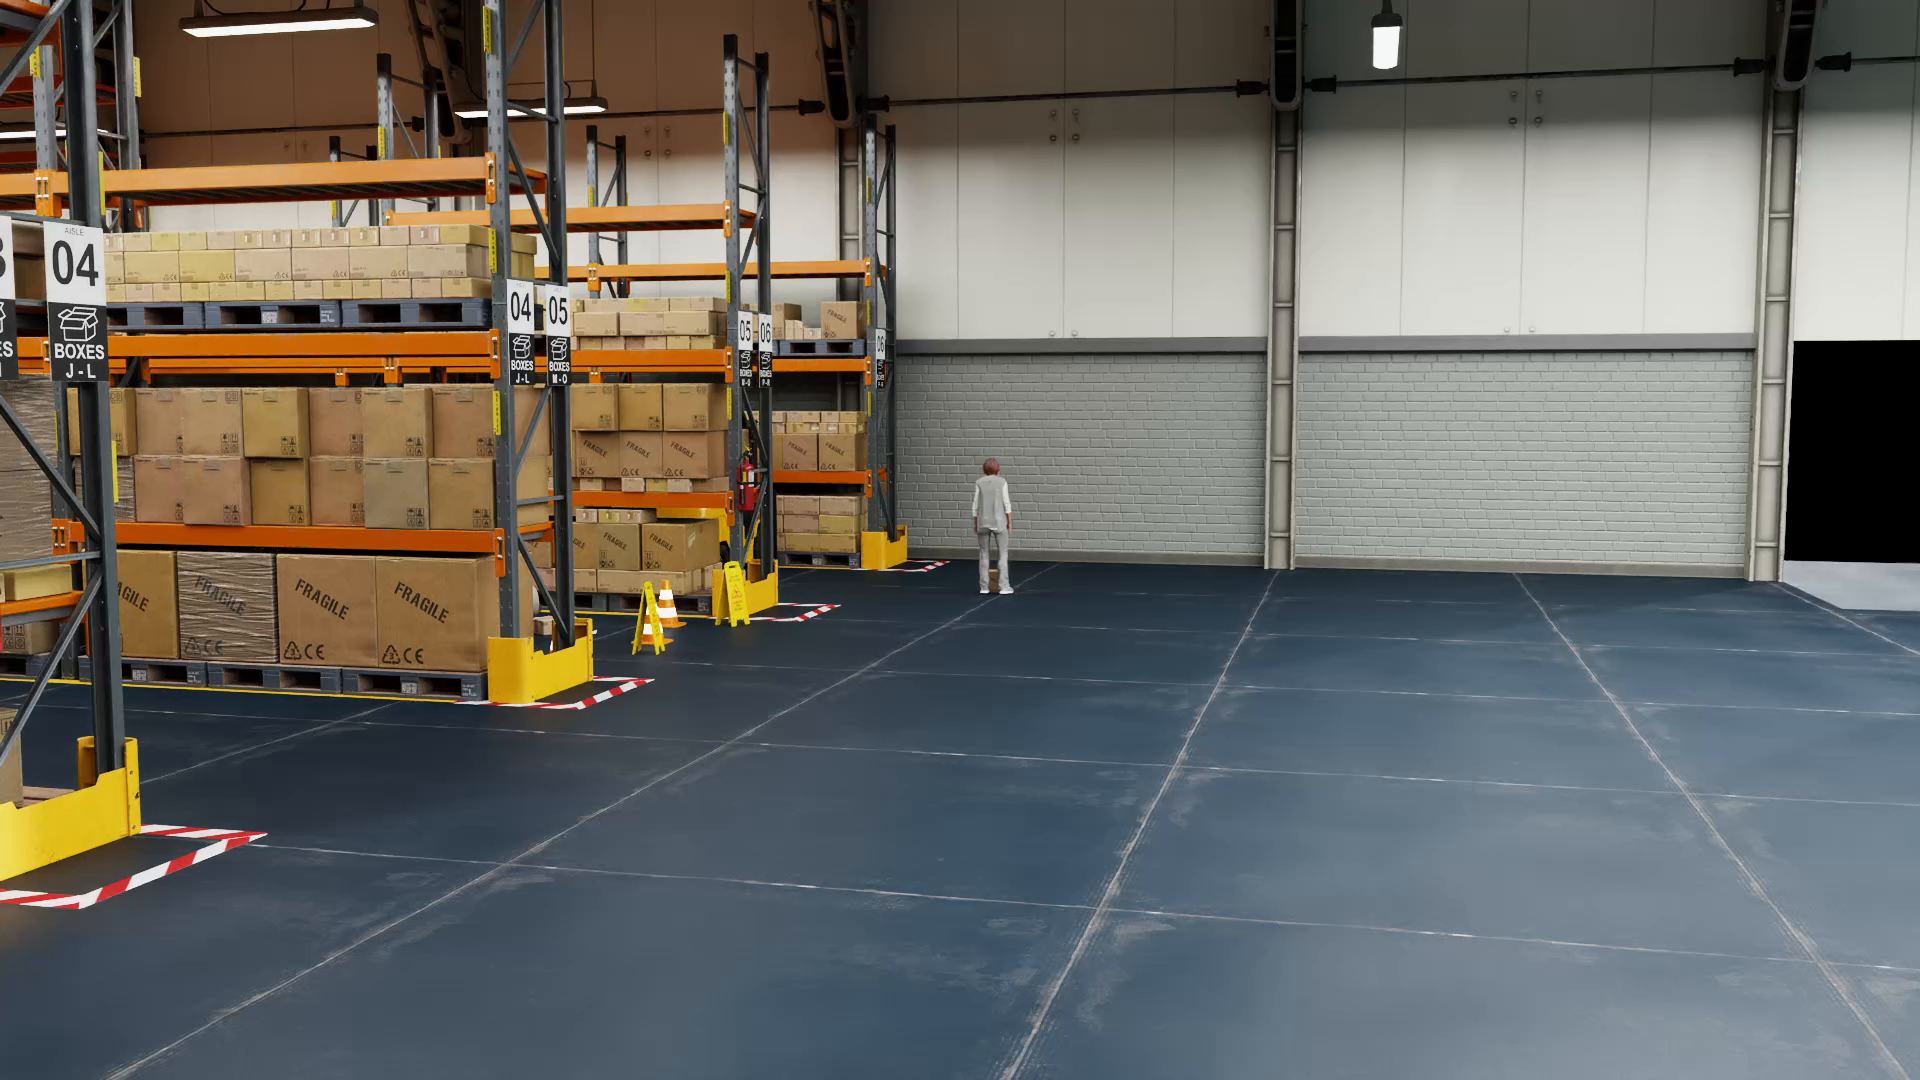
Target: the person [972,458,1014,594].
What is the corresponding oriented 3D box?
[{"bbox_3d":[0.379,-0.161,19.458,0.474,1.592,0.346,1,5,11],"label":"person"}]
